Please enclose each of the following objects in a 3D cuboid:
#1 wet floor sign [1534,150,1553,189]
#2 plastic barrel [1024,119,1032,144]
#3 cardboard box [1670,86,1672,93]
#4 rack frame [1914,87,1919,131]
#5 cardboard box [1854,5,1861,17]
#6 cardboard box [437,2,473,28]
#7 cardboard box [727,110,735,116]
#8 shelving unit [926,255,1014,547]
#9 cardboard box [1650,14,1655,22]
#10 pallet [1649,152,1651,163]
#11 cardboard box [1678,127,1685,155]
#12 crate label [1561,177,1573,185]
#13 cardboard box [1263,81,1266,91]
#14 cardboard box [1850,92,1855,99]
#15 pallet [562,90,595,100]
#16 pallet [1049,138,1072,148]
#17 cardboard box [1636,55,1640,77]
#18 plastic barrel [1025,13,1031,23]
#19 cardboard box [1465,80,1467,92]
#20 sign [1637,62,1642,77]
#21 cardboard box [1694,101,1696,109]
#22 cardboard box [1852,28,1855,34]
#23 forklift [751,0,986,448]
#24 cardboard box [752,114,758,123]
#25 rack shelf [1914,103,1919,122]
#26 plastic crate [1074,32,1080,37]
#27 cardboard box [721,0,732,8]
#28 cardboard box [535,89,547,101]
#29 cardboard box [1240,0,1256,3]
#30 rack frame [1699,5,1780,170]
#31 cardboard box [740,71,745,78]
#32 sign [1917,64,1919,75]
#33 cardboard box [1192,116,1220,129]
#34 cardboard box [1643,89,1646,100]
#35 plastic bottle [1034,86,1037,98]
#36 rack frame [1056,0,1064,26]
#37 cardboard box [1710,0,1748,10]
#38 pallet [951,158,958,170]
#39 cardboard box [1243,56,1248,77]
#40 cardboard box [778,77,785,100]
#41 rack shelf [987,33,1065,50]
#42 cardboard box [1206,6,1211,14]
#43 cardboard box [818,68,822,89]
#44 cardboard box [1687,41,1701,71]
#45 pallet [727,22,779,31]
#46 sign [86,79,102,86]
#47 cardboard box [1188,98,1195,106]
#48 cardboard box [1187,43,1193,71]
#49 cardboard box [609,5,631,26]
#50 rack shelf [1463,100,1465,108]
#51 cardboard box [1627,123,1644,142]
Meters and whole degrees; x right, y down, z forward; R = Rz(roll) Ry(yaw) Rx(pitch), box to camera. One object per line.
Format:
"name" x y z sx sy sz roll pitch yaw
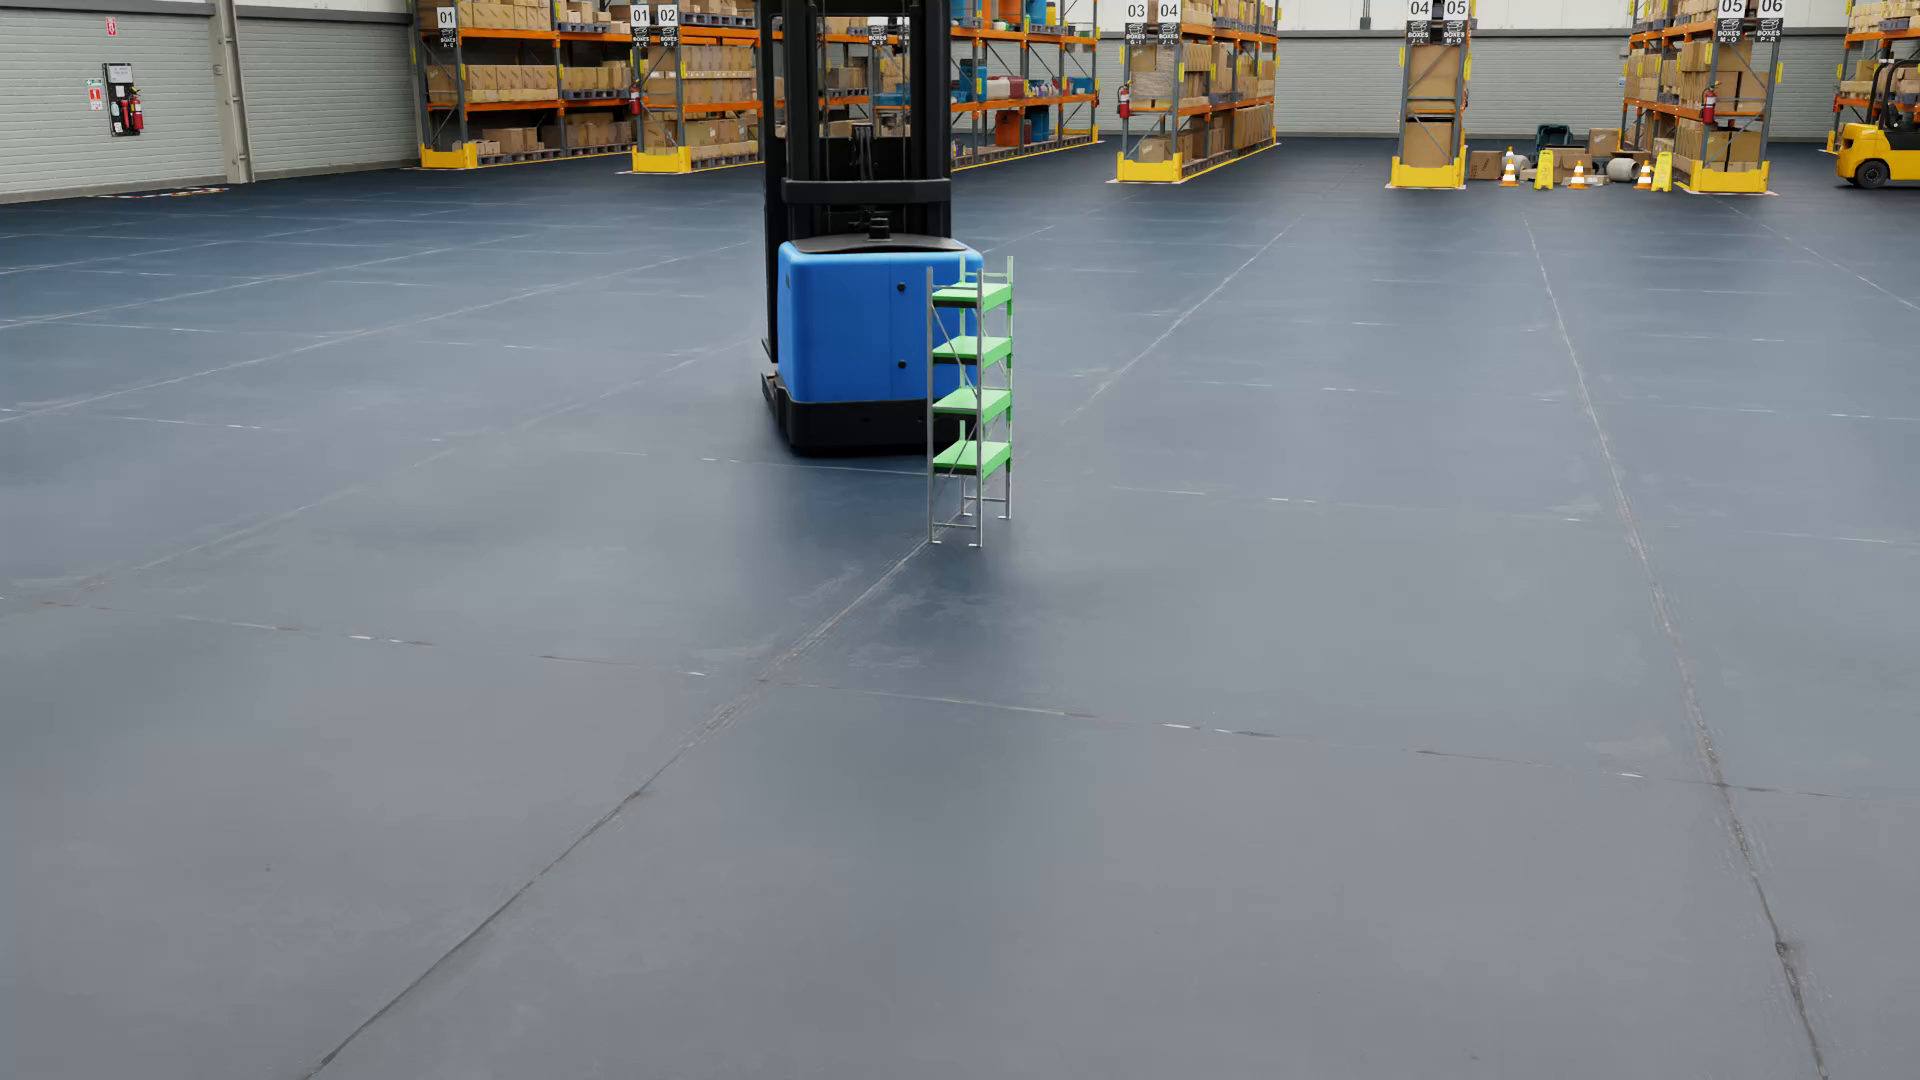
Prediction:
"wet floor sign" 10.111 -6.409 28.742 0.267 0.644 0.232 2 16 6
"plastic barrel" 1.462 -10.058 40.941 0.600 0.588 0.708 5 16 16
"cardboard box" 14.672 -9.170 33.853 0.380 0.149 0.250 6 17 19
"rack frame" 20.029 -9.054 33.754 1.000 3.000 0.127 5 16 16
"cardboard box" 21.773 -12.674 39.831 0.500 0.250 0.500 5 16 15
"cardboard box" -10.419 -10.835 34.316 0.500 0.500 0.500 5 17 17
"cardboard box" -6.612 -12.117 47.174 0.380 0.149 0.250 4 16 14
"shelving unit" 0.047 -0.621 7.318 0.258 1.200 0.503 5 16 16
"cardboard box" 15.710 -11.714 37.291 0.380 0.166 0.250 3 16 12
"pallet" 15.565 -8.297 36.195 1.003 0.211 1.213 5 16 16
"cardboard box" 13.565 -7.357 30.667 0.500 0.500 0.500 5 17 18
"crate label" 10.884 -6.388 29.601 0.250 0.136 0.298 -4 16 -13
"cardboard box" 7.577 -11.693 42.785 0.500 0.250 0.500 5 17 17
"cardboard box" 21.532 -10.629 39.765 0.380 0.149 0.250 4 16 14
"pallet" -9.260 -10.409 38.882 1.003 0.211 1.213 5 16 16
"pallet" 2.327 -10.491 43.931 1.003 0.211 1.213 5 16 16
"cardboard box" 16.427 -11.291 39.624 0.500 0.500 0.500 4 16 15
"plastic barrel" 1.540 -12.421 39.641 0.294 0.245 0.294 0 16 0
"cardboard box" 12.325 -11.402 41.305 0.500 0.500 0.500 4 16 15
"sign" 15.873 -10.982 38.819 0.100 0.325 0.005 5 16 16
"cardboard box" 13.193 -7.679 29.366 0.380 0.149 0.250 4 16 15
"cardboard box" 21.989 -12.404 40.528 0.380 0.149 0.250 5 17 17
"forklift" -0.640 -2.256 9.910 1.130 2.935 3.031 -3 16 -10
"cardboard box" -6.309 -12.261 48.870 0.700 0.500 0.500 5 16 16
"rack shelf" 19.461 -8.185 32.008 1.077 0.370 4.000 5 16 16
"plastic crate" 2.943 -13.440 44.204 0.437 0.136 0.530 5 16 16
"cardboard box" -5.262 -11.579 35.948 0.500 0.500 0.500 6 17 20
"cardboard box" -9.610 -9.973 37.231 0.500 0.250 0.500 5 17 16
"cardboard box" 7.178 -13.601 41.777 0.500 0.250 0.500 4 16 12
"rack frame" 12.995 -7.345 27.729 1.000 3.000 0.127 5 16 16
"cardboard box" -4.882 -10.069 35.958 0.380 0.149 0.250 4 16 14
"sign" 19.506 -9.613 33.747 0.100 0.325 0.005 5 16 16
"cardboard box" 5.465 -9.259 36.878 0.500 0.250 0.500 7 17 22
"cardboard box" 15.721 -10.050 37.538 0.500 0.250 0.500 4 16 15
"plastic bottle" 1.824 -10.922 40.552 0.061 0.283 0.133 5 16 16
"rack frame" 2.155 -14.524 42.043 1.000 3.000 0.127 5 16 16
"cardboard box" 12.882 -9.014 27.845 0.500 0.250 0.500 4 16 15
"pallet" -0.694 -7.710 34.126 1.003 0.211 1.213 5 16 16
"cardboard box" 6.524 -11.438 40.135 0.797 0.503 0.637 5 17 16
"cardboard box" -4.340 -10.446 38.478 0.500 0.500 0.500 5 16 16
"rack shelf" 1.587 -12.211 40.705 1.077 0.370 4.000 5 16 16
"cardboard box" 4.815 -10.616 33.306 0.380 0.149 0.250 5 17 18
"cardboard box" -3.658 -11.400 41.070 0.700 0.500 0.500 -1 16 -3
"cardboard box" 13.129 -8.441 29.033 0.700 0.500 0.500 4 16 15
"pallet" -4.628 -11.512 37.274 0.805 0.209 1.217 4 16 14
"sign" -14.074 -7.439 27.023 0.001 0.109 0.331 5 16 16
"cardboard box" 4.323 -8.434 32.027 0.380 0.149 0.250 5 16 16
"cardboard box" 4.060 -9.039 31.140 0.500 0.500 0.500 5 16 16
"cardboard box" -8.400 -13.191 41.852 0.700 0.500 0.500 3 16 12
"rack shelf" 11.063 -9.973 38.311 1.077 0.370 4.000 5 16 16
"cardboard box" 17.451 -10.320 42.143 0.875 0.438 0.875 4 16 14
